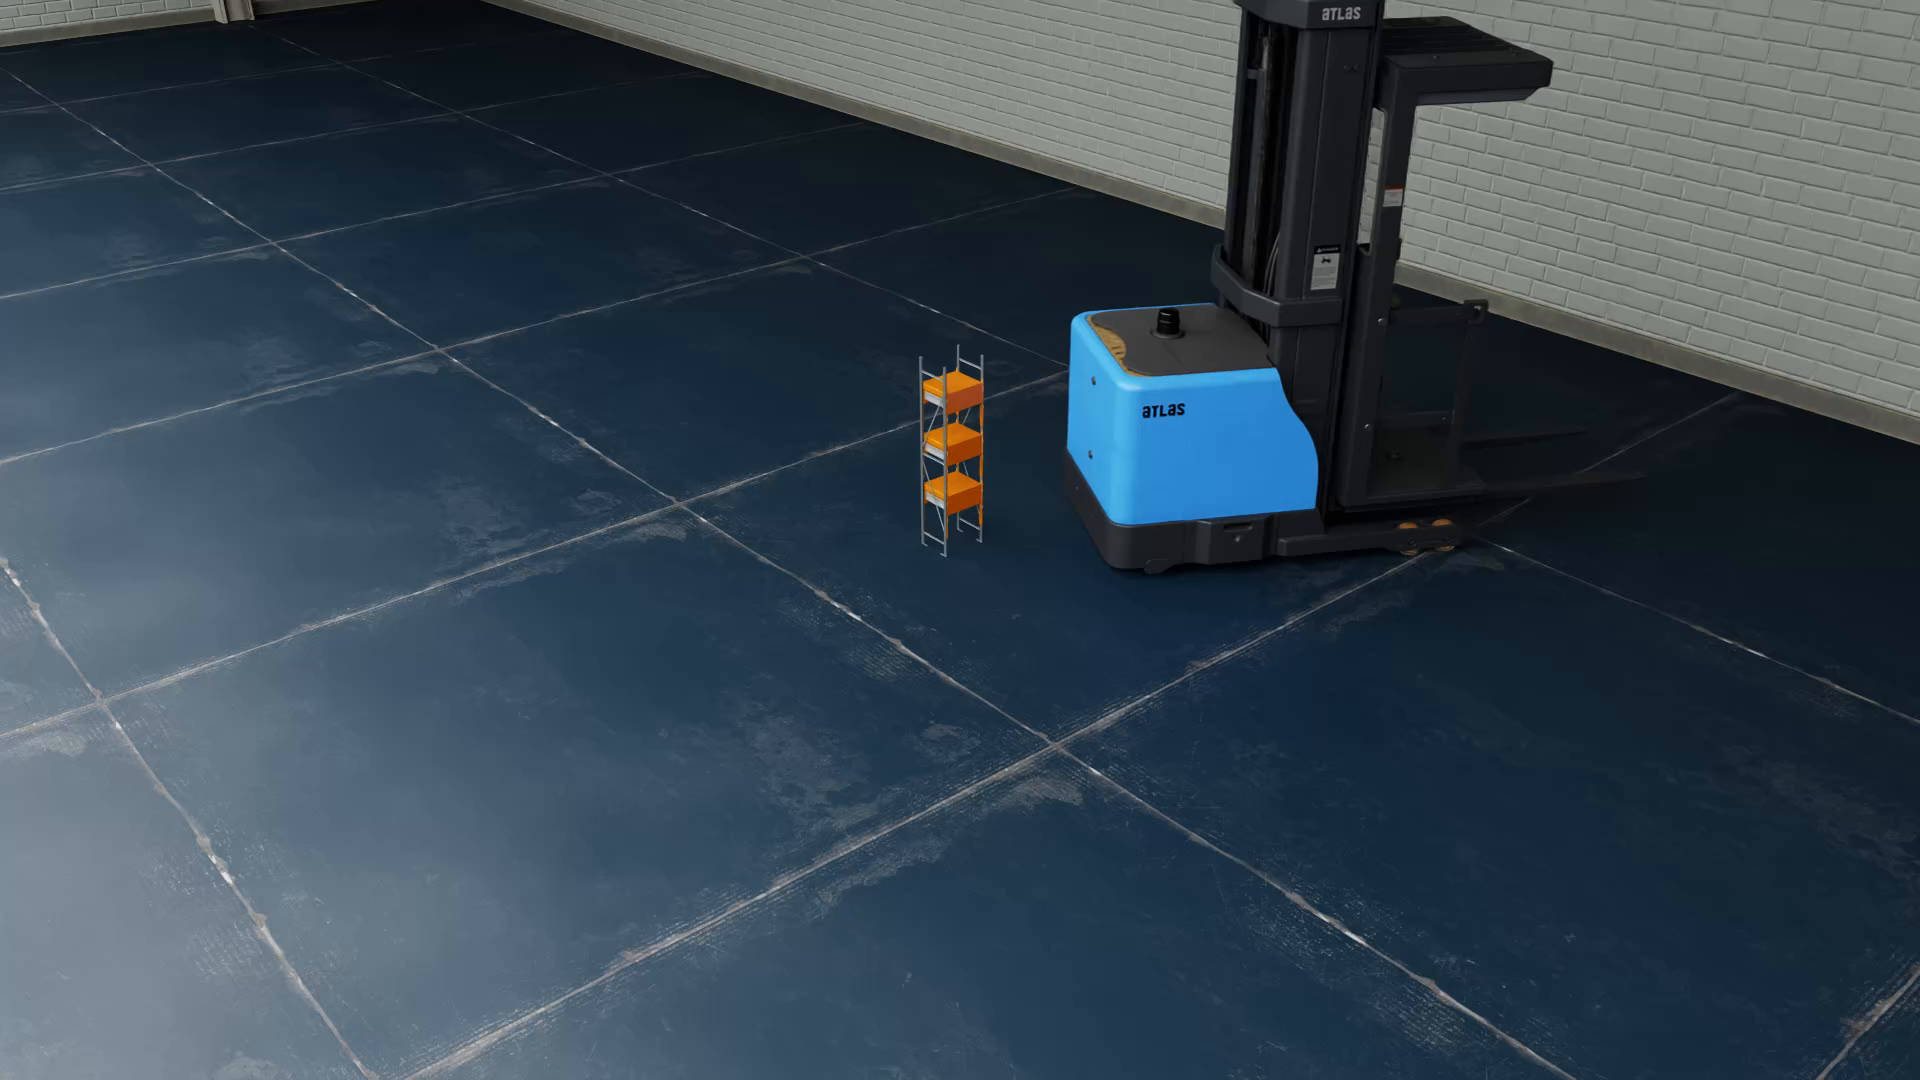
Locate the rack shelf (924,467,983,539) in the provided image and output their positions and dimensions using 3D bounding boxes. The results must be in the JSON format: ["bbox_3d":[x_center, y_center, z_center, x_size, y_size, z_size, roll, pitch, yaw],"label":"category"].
[{"bbox_3d":[-0.041,-0.192,8.608,0.240,0.259,0.215,-22,35,-35],"label":"rack shelf"}]

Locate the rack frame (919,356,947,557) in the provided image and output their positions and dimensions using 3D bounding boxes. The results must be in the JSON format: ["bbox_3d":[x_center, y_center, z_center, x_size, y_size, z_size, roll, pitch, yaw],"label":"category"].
[{"bbox_3d":[-0.134,-0.409,8.402,0.008,1.050,0.200,-22,35,-35],"label":"rack frame"}]

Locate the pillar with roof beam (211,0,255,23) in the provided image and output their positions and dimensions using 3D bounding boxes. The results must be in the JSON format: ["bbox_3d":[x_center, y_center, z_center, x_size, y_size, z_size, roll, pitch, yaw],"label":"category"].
[{"bbox_3d":[-6.410,-9.034,16.106,0.400,9.000,9.100,-22,35,-35],"label":"pillar with roof beam"}]

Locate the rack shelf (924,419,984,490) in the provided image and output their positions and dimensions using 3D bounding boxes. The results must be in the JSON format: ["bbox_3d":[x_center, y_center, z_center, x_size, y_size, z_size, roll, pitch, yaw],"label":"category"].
[{"bbox_3d":[-0.041,-0.437,8.477,0.240,0.259,0.215,-22,35,-35],"label":"rack shelf"}]

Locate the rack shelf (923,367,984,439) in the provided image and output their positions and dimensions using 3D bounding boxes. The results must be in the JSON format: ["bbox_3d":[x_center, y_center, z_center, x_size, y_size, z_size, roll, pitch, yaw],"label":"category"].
[{"bbox_3d":[-0.041,-0.688,8.343,0.240,0.259,0.215,-22,35,-35],"label":"rack shelf"}]

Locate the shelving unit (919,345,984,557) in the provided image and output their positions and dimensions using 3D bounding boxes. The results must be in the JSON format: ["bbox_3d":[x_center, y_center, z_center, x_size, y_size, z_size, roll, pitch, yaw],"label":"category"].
[{"bbox_3d":[-0.041,-0.447,8.472,0.252,1.050,0.215,-22,35,-35],"label":"shelving unit"}]

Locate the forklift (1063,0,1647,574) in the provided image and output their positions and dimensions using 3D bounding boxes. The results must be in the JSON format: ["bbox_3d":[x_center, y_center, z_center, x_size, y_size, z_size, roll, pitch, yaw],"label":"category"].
[{"bbox_3d":[2.137,-1.454,8.361,3.031,2.935,1.130,-5,29,-10],"label":"forklift"}]

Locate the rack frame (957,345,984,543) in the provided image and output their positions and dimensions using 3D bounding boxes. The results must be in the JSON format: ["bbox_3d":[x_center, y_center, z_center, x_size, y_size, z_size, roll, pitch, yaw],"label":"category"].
[{"bbox_3d":[0.052,-0.484,8.542,0.008,1.050,0.200,-22,35,-35],"label":"rack frame"}]
